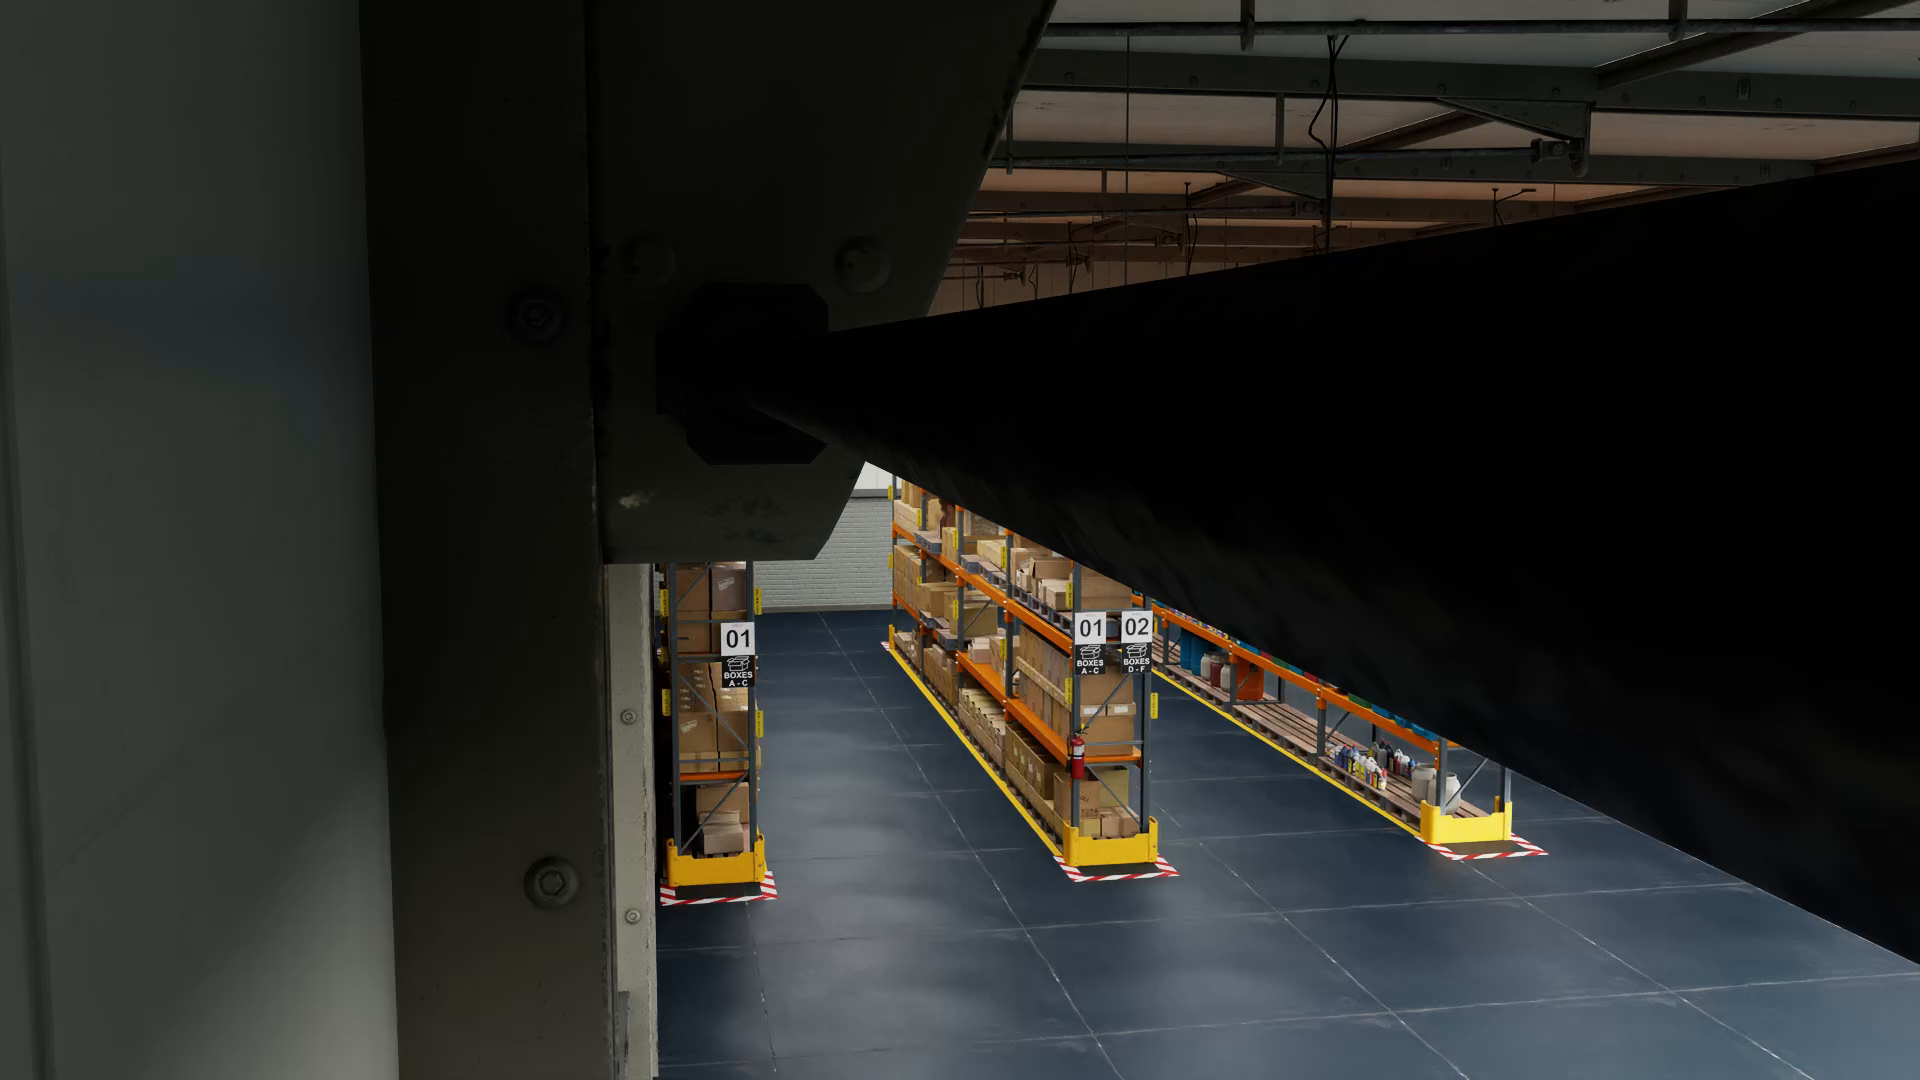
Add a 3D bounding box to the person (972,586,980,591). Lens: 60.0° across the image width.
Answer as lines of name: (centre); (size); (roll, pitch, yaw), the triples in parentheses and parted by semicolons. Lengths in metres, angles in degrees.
person: (0.460, 1.508, 37.044); (0.671, 1.703, 0.900); (-4, 8, -35)
